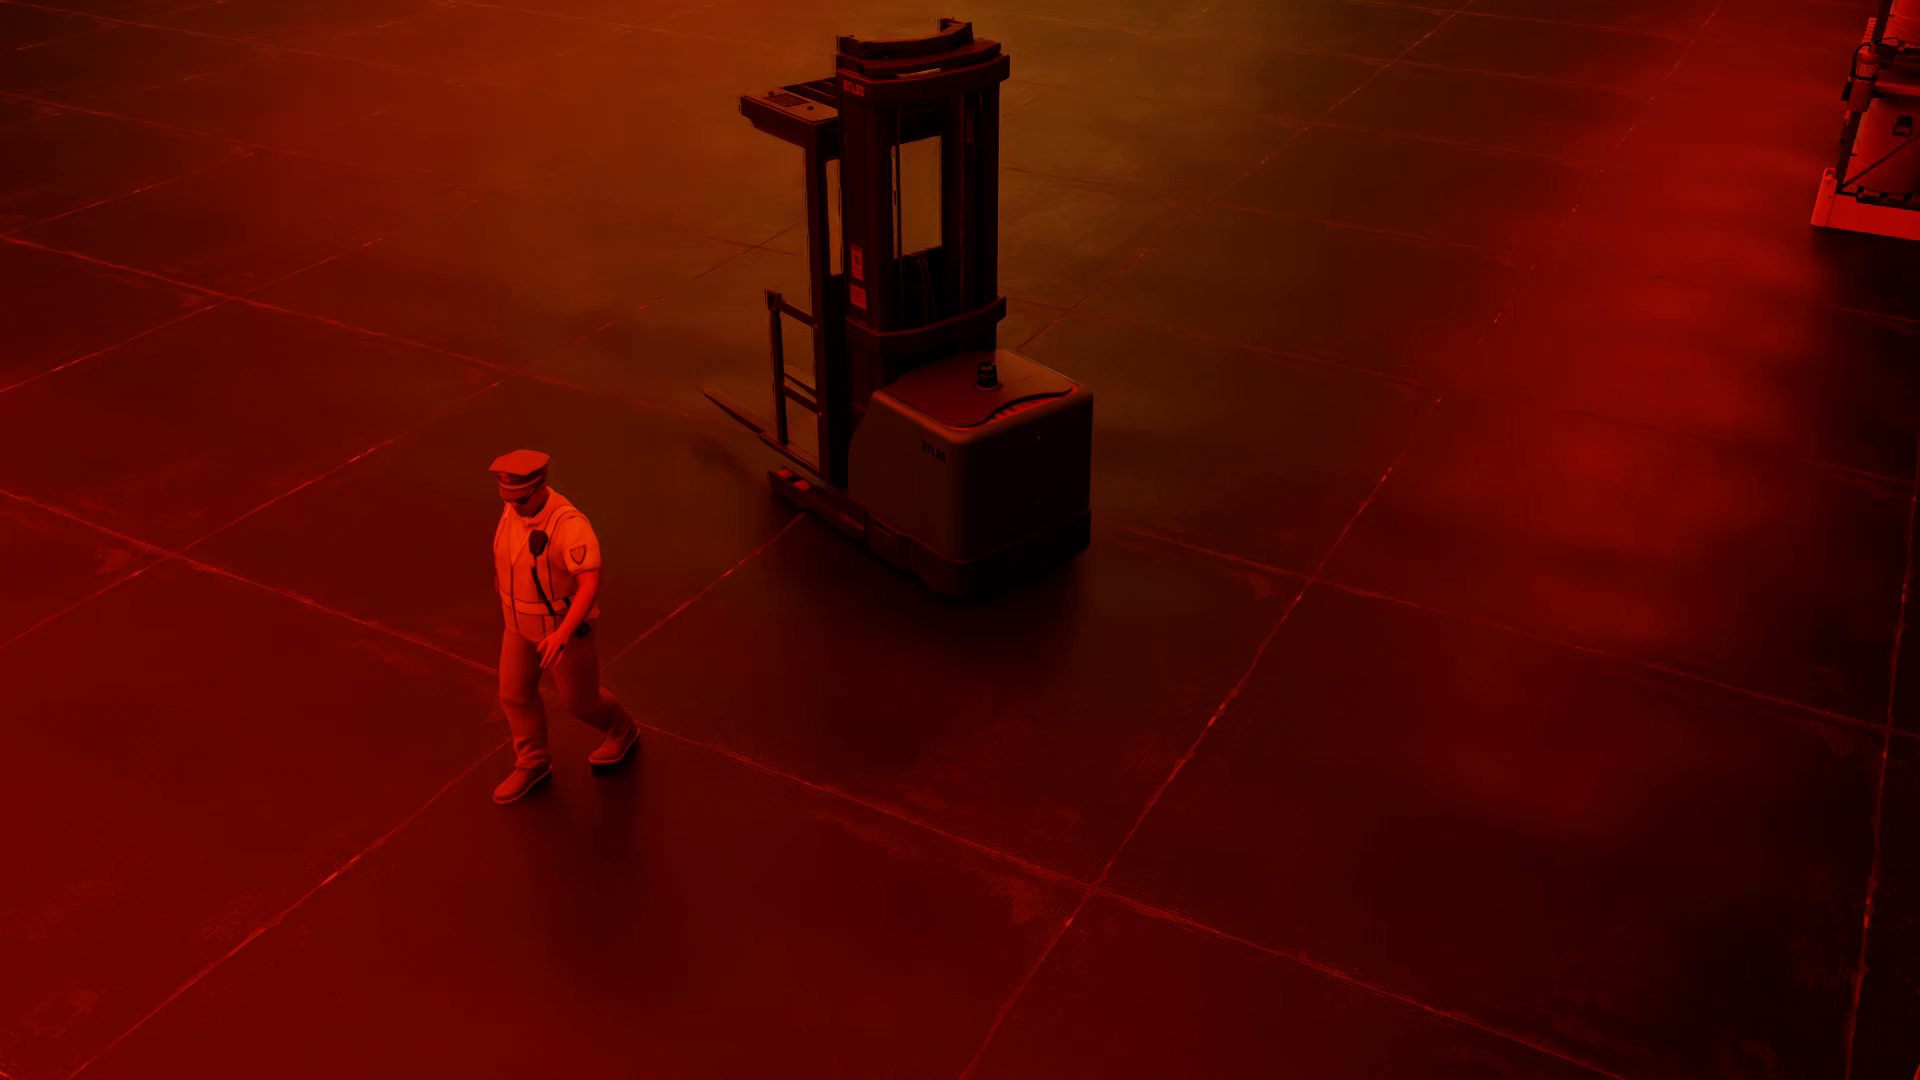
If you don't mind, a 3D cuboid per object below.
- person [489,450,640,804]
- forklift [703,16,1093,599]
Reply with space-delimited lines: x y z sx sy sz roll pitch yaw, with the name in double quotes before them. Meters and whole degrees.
"person" -1.924 0.381 7.636 0.967 1.728 0.769 19 35 30
"forklift" -0.547 -1.610 9.860 1.130 2.935 3.031 -22 37 -33
